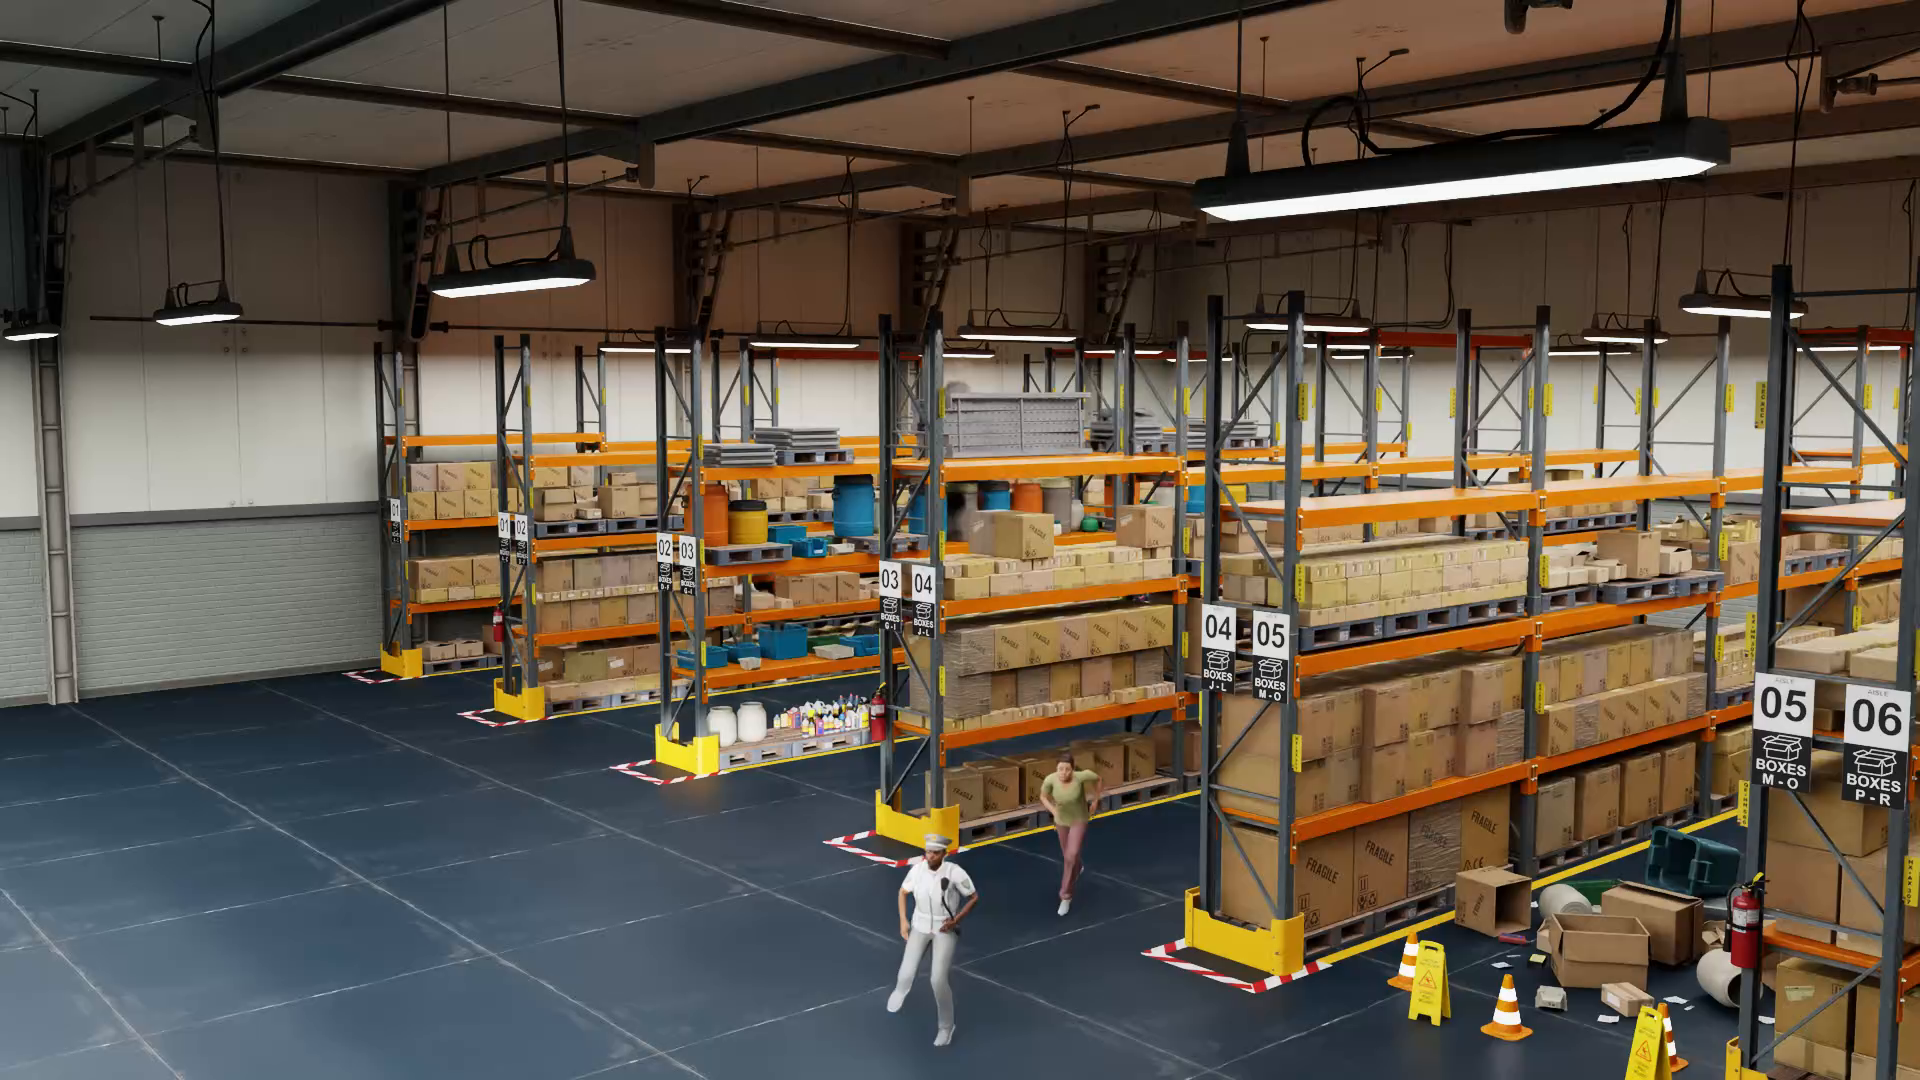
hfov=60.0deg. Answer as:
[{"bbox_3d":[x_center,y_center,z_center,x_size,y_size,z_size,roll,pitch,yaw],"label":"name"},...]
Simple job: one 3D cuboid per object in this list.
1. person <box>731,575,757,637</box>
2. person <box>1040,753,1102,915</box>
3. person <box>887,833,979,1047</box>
[{"bbox_3d":[-4.199,1.393,31.838,0.725,1.769,0.824,4,6,36],"label":"person"},{"bbox_3d":[1.133,2.875,16.747,0.619,1.626,0.960,1,5,12],"label":"person"},{"bbox_3d":[-0.248,3.151,13.378,0.809,1.695,0.671,1,5,14],"label":"person"}]
